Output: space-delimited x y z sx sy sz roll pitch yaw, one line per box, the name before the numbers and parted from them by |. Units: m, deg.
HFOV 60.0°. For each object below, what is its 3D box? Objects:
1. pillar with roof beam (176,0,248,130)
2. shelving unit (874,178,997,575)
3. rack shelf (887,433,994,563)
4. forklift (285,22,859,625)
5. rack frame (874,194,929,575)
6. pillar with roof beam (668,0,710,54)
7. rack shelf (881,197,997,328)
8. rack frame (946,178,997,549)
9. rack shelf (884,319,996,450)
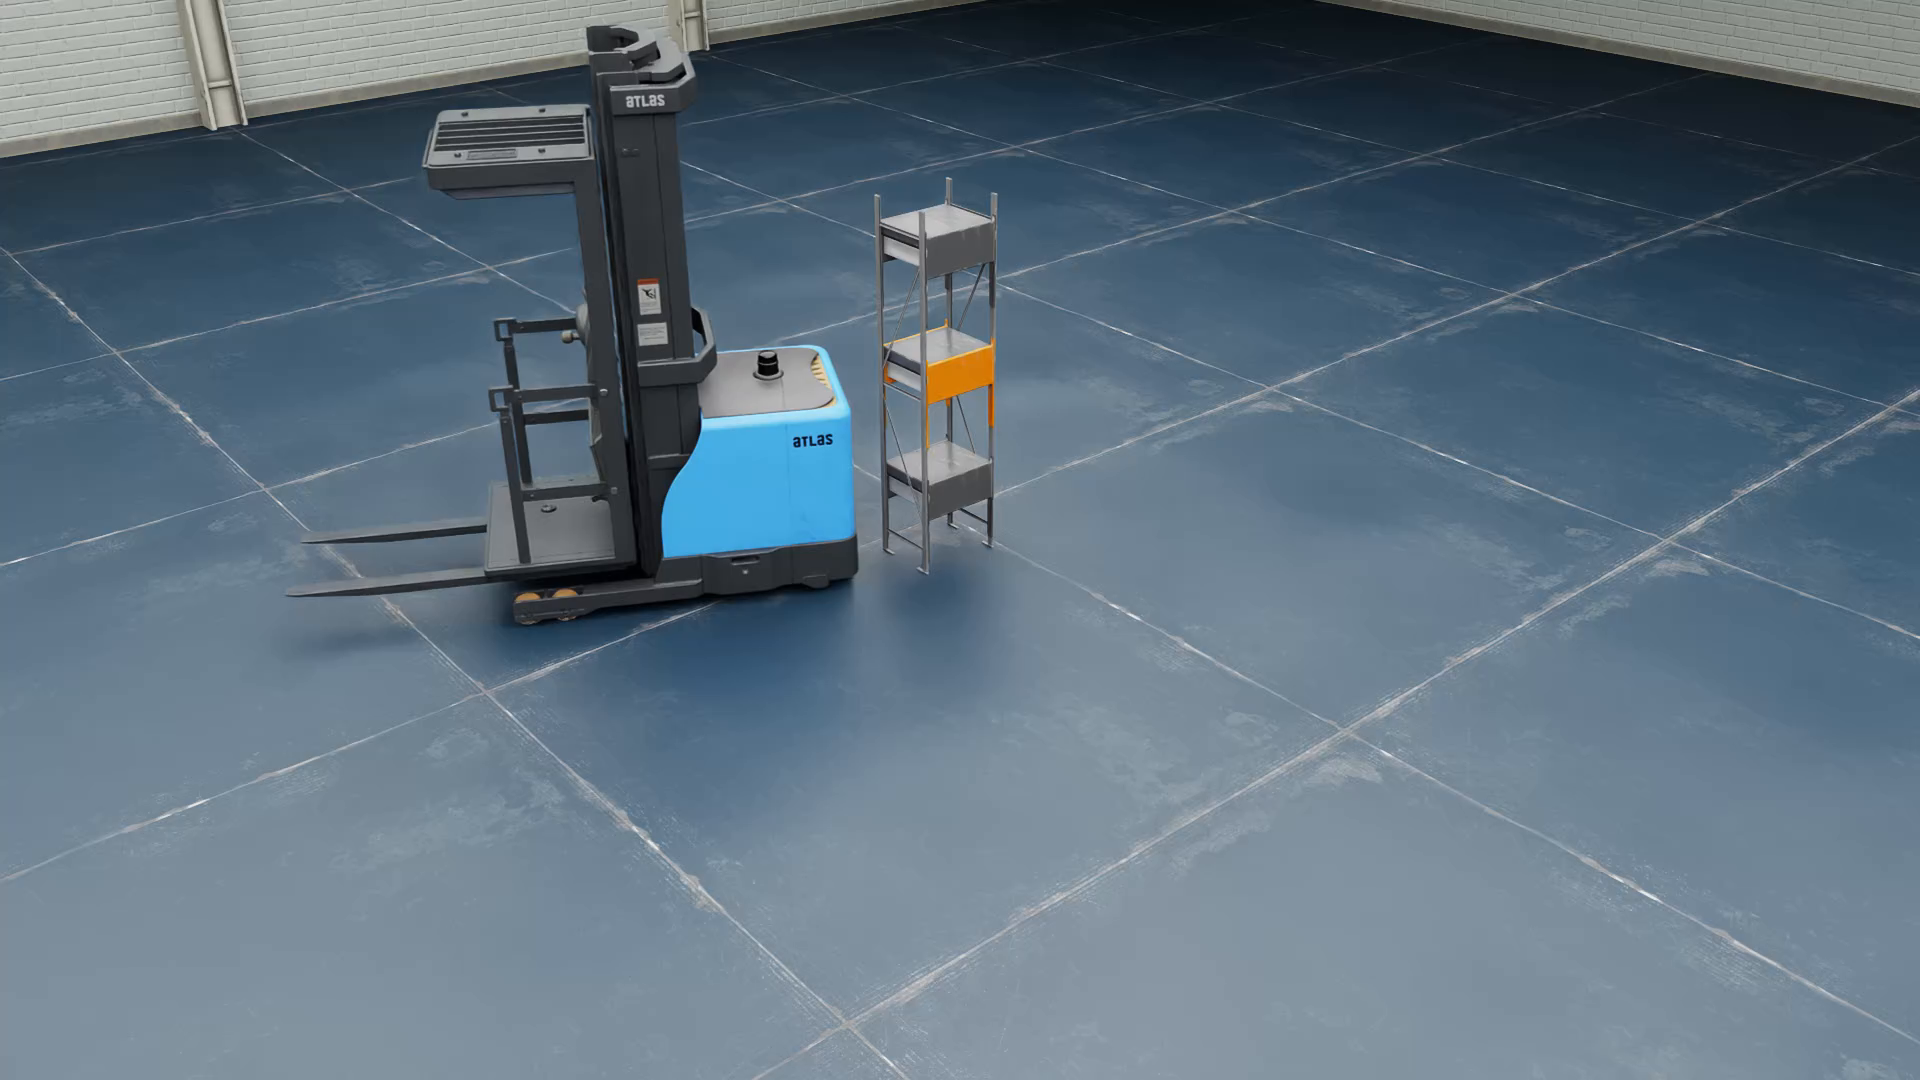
pillar with roof beam | -5.293 -6.997 13.295 0.400 9.000 9.100 -22 35 -35
shelving unit | -0.126 -0.875 9.160 0.503 2.100 0.431 -22 35 -35
rack shelf | -0.126 -0.246 9.497 0.480 0.518 0.431 -22 35 -35
forklift | -2.139 -1.113 8.723 3.031 2.935 1.130 -6 29 -11
rack frame | -0.312 -0.801 9.021 0.015 2.100 0.400 -22 35 -35
pillar with roof beam | -0.728 -8.832 16.729 0.400 9.000 9.100 -22 35 -35
rack shelf | -0.126 -1.481 8.837 0.480 0.518 0.431 -22 35 -35
rack frame | 0.060 -0.950 9.300 0.015 2.100 0.400 -22 35 -35
rack shelf | -0.126 -0.863 9.167 0.480 0.518 0.431 -22 35 -35
